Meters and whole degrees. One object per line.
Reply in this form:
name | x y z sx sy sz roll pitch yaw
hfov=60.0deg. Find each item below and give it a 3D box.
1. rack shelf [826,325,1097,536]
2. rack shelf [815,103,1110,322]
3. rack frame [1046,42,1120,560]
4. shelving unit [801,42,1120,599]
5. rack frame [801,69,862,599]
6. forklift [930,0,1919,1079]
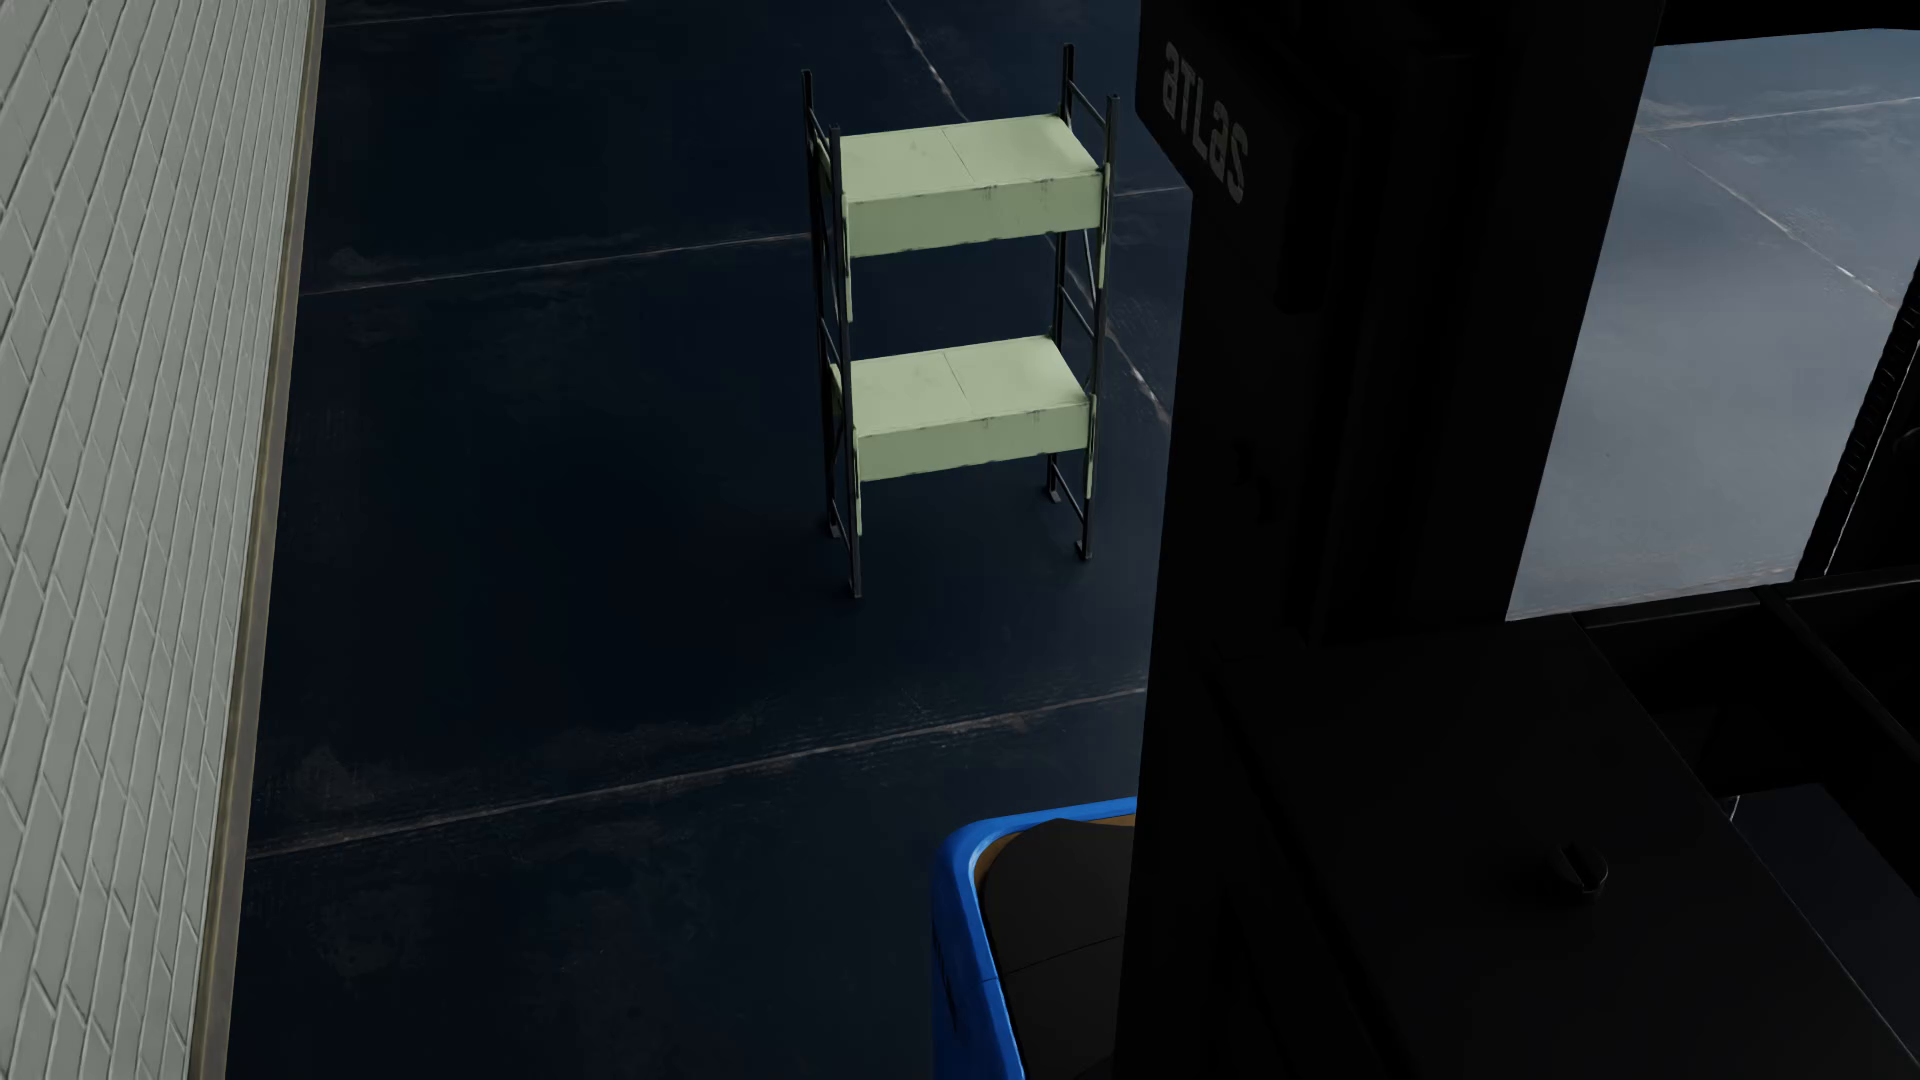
rack shelf | -0.006 -0.336 4.991 0.720 0.370 0.431 -9 38 -12
rack shelf | -0.006 -0.905 4.556 0.720 0.370 0.431 -9 38 -12
rack frame | 0.347 -0.653 4.869 0.023 1.500 0.400 -9 38 -12
shelving unit | -0.006 -0.595 4.793 0.755 1.500 0.431 -9 38 -12
rack frame | -0.360 -0.537 4.717 0.023 1.500 0.400 -9 38 -12
forklift | 0.734 0.996 1.535 1.130 2.935 3.031 -7 38 -9
